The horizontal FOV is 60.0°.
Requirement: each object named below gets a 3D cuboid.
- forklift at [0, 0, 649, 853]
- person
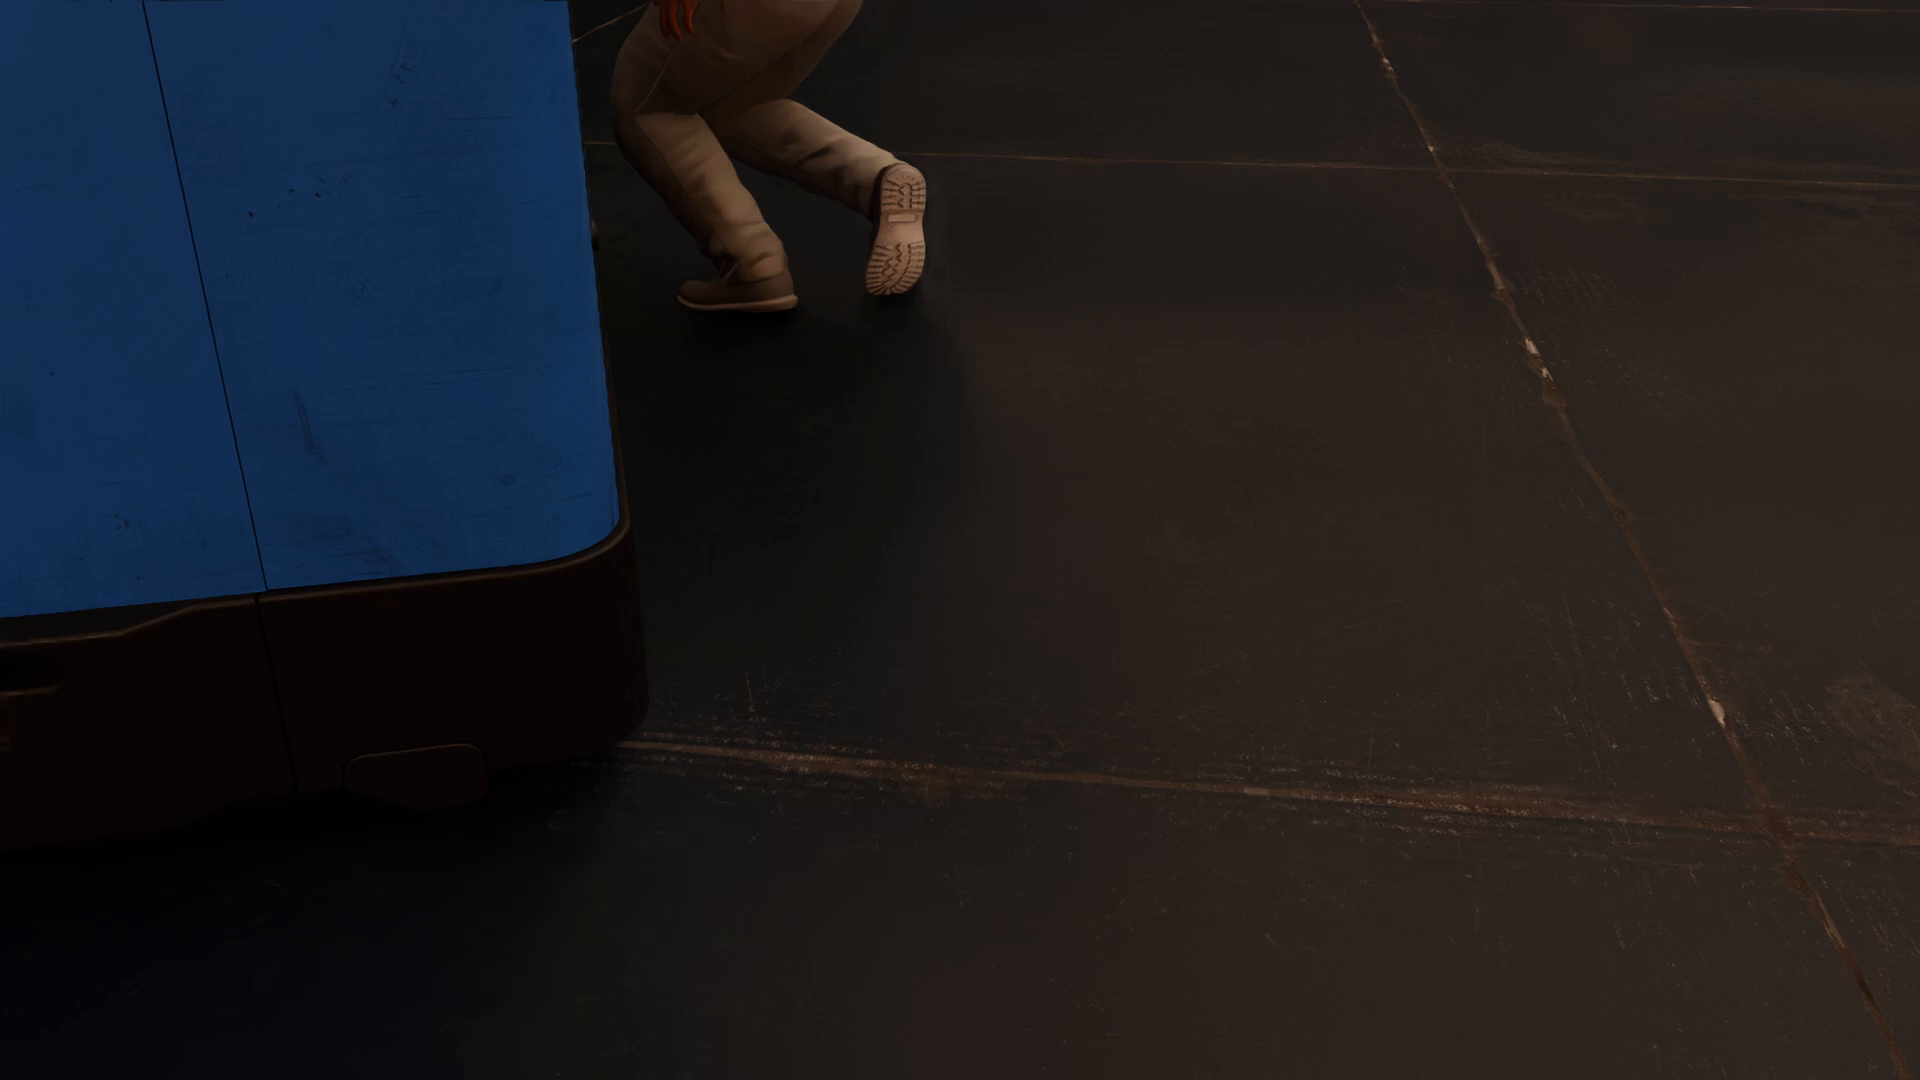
[{"bbox_3d":[-1.937,-1.085,1.392,3.031,2.935,1.130,-6,27,-12],"label":"forklift"},{"bbox_3d":[-0.385,-1.156,3.221,0.621,1.459,0.757,5,27,11],"label":"person"}]
